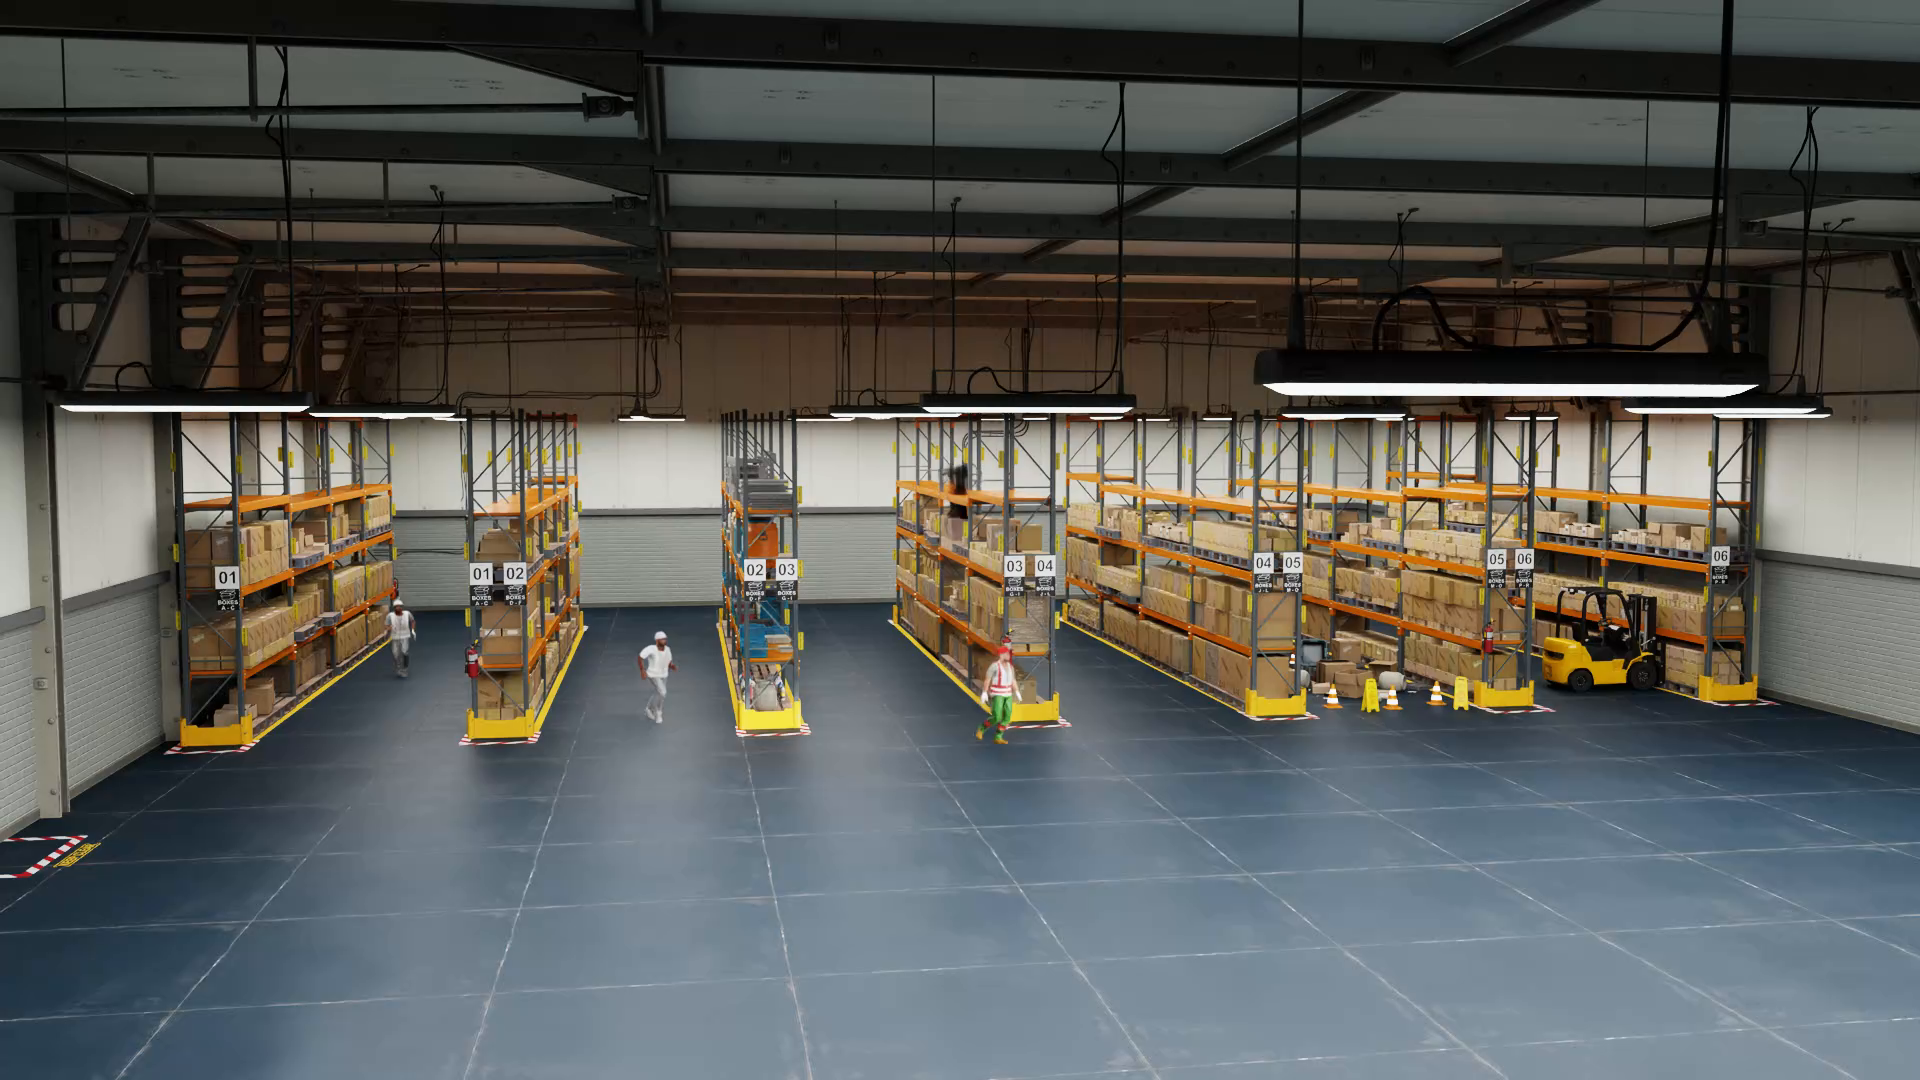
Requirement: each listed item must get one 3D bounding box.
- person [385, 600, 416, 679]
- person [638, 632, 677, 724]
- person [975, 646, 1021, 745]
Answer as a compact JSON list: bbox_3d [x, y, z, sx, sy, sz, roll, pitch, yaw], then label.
[{"bbox_3d":[-12.576,2.231,37.354,0.649,1.784,0.799,-1,4,-15],"label":"person"},{"bbox_3d":[-5.802,2.640,31.903,0.824,1.779,0.645,3,5,38],"label":"person"},{"bbox_3d":[0.664,2.770,29.705,0.766,1.751,0.579,-3,5,-39],"label":"person"}]
